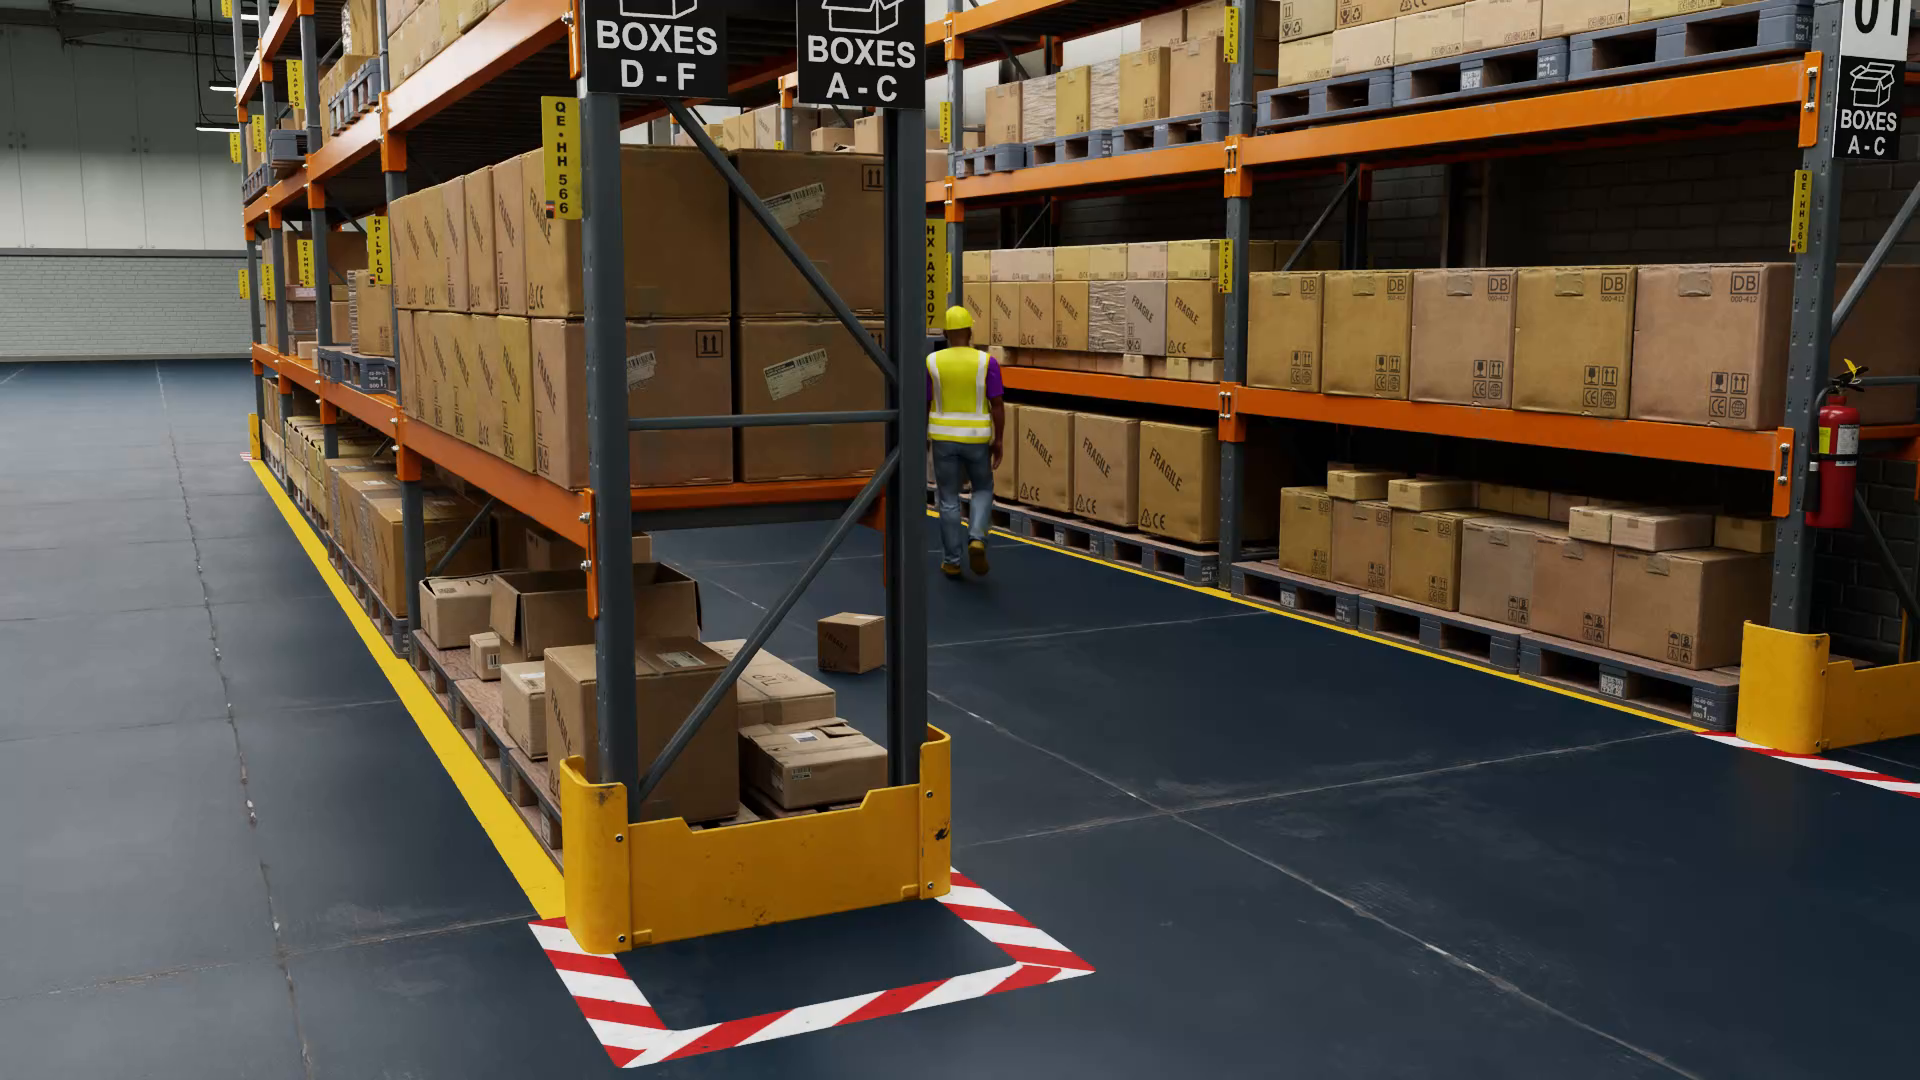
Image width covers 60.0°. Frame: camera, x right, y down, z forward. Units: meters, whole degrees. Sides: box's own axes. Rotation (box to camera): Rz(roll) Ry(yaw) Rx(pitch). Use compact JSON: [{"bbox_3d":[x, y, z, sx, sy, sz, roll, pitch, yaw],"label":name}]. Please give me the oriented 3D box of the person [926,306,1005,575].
[{"bbox_3d":[0.000,-0.648,10.992,0.585,1.783,0.461,0,8,0],"label":"person"}]
